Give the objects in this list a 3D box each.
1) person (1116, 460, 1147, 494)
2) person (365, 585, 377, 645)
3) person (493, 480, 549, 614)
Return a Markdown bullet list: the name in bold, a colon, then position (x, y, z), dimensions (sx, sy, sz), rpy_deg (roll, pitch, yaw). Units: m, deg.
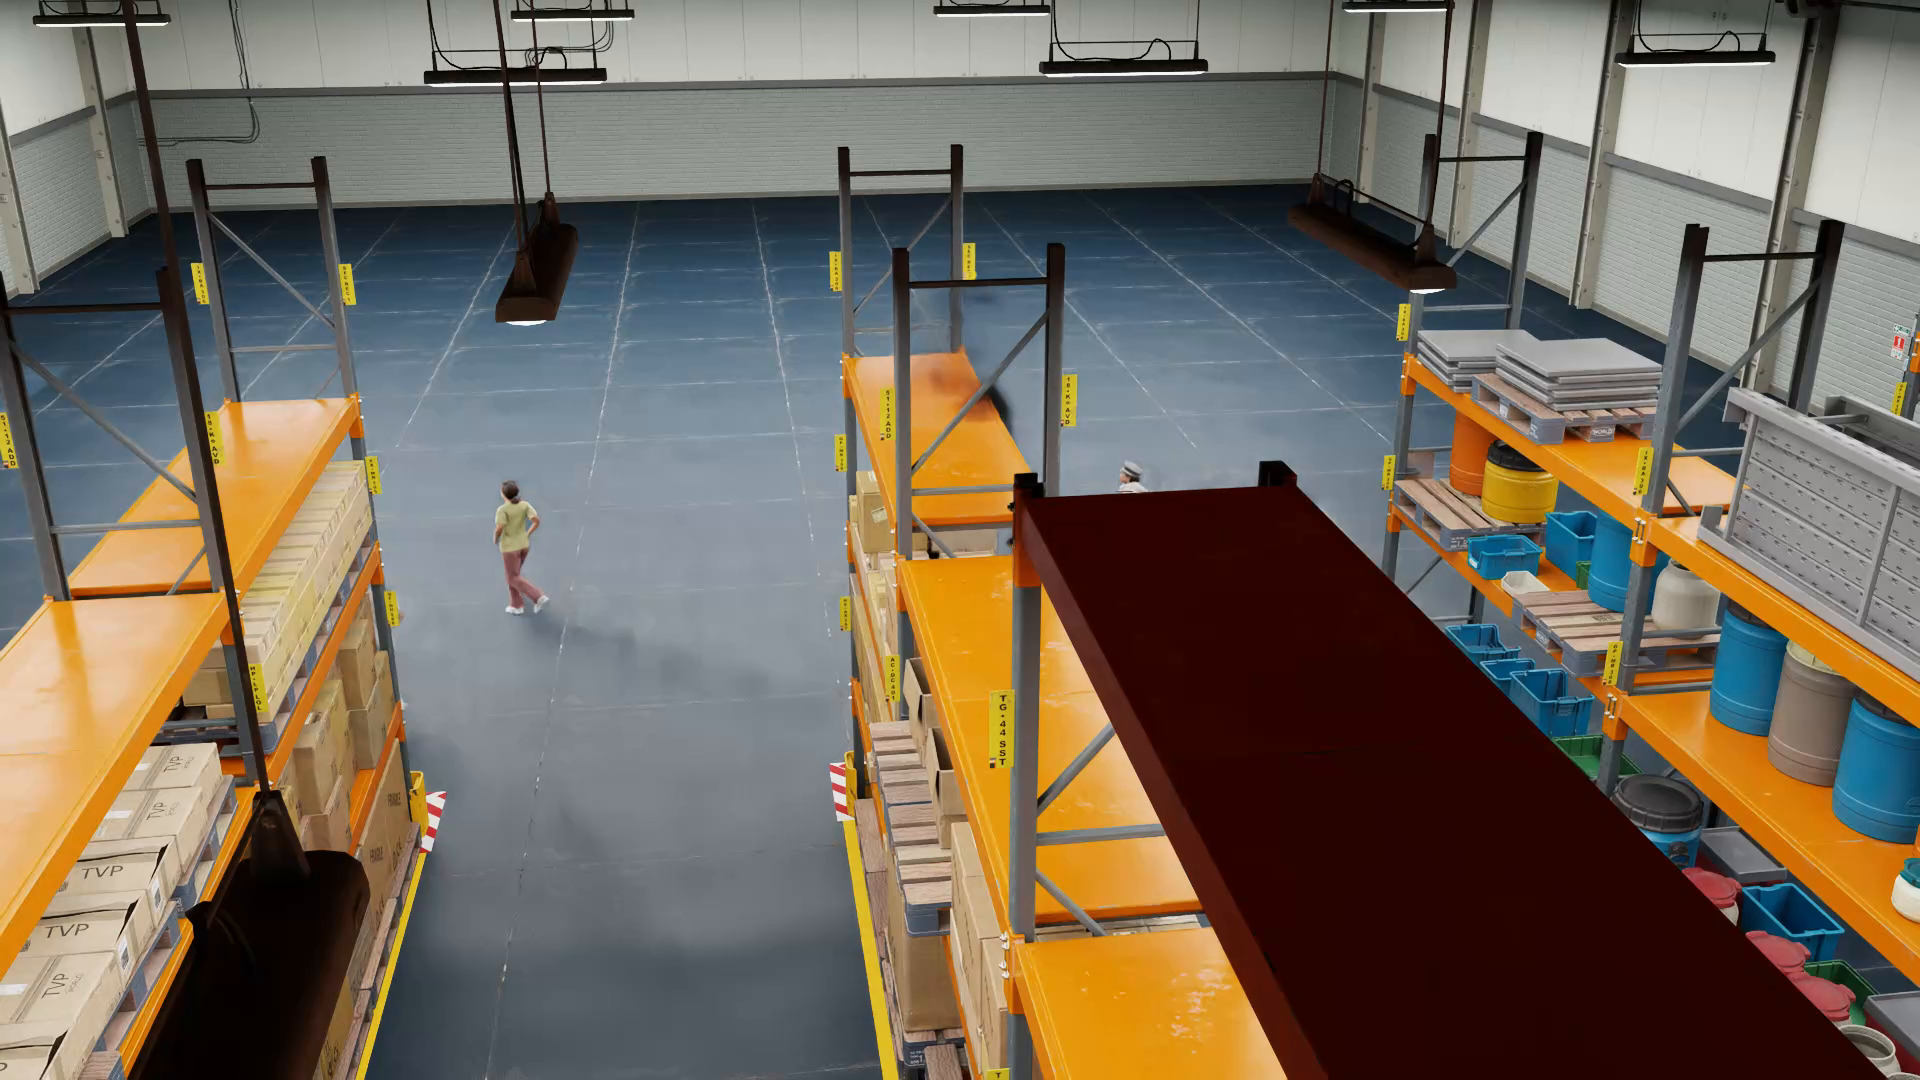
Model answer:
- **person**: position (1.936, -0.144, 19.713), dimensions (0.658, 1.690, 0.582), rpy_deg (3, 22, 7)
- **person**: position (-6.140, 1.000, 16.871), dimensions (0.544, 1.627, 0.554), rpy_deg (15, 26, 33)
- **person**: position (-5.038, 0.142, 19.047), dimensions (0.784, 1.675, 0.577), rpy_deg (15, 26, 32)
